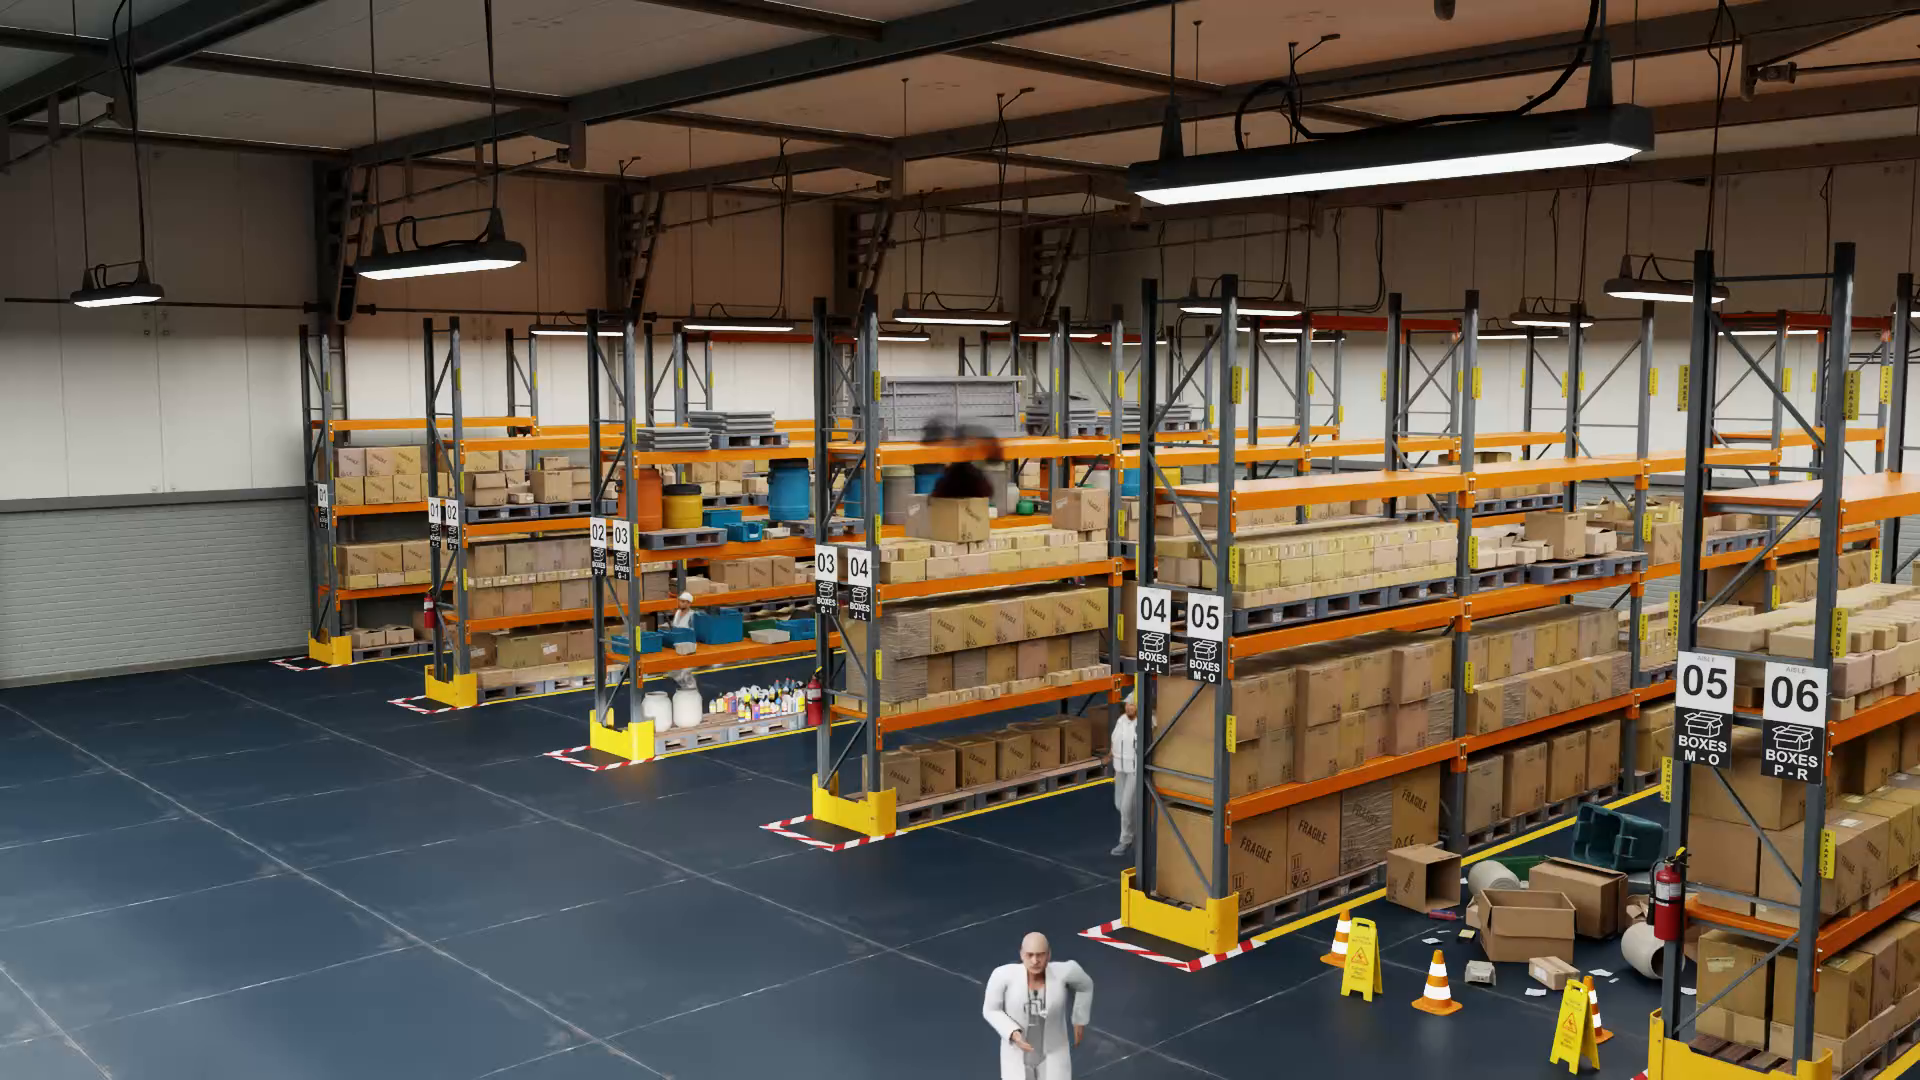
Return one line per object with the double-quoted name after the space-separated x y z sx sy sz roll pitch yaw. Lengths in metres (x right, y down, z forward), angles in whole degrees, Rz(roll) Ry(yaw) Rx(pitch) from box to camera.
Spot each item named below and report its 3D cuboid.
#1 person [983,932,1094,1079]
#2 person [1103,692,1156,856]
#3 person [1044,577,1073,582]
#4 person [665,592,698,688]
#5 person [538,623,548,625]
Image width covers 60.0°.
0.491 3.273 10.494 0.687 1.723 0.755 1 6 6 "person"
1.825 2.401 17.328 0.588 1.655 0.769 5 8 43 "person"
1.731 1.100 31.584 0.658 1.840 0.790 5 8 40 "person"
-4.315 1.683 25.772 0.664 1.739 0.603 4 7 34 "person"
-7.257 1.351 29.355 0.662 1.776 0.903 5 8 42 "person"
